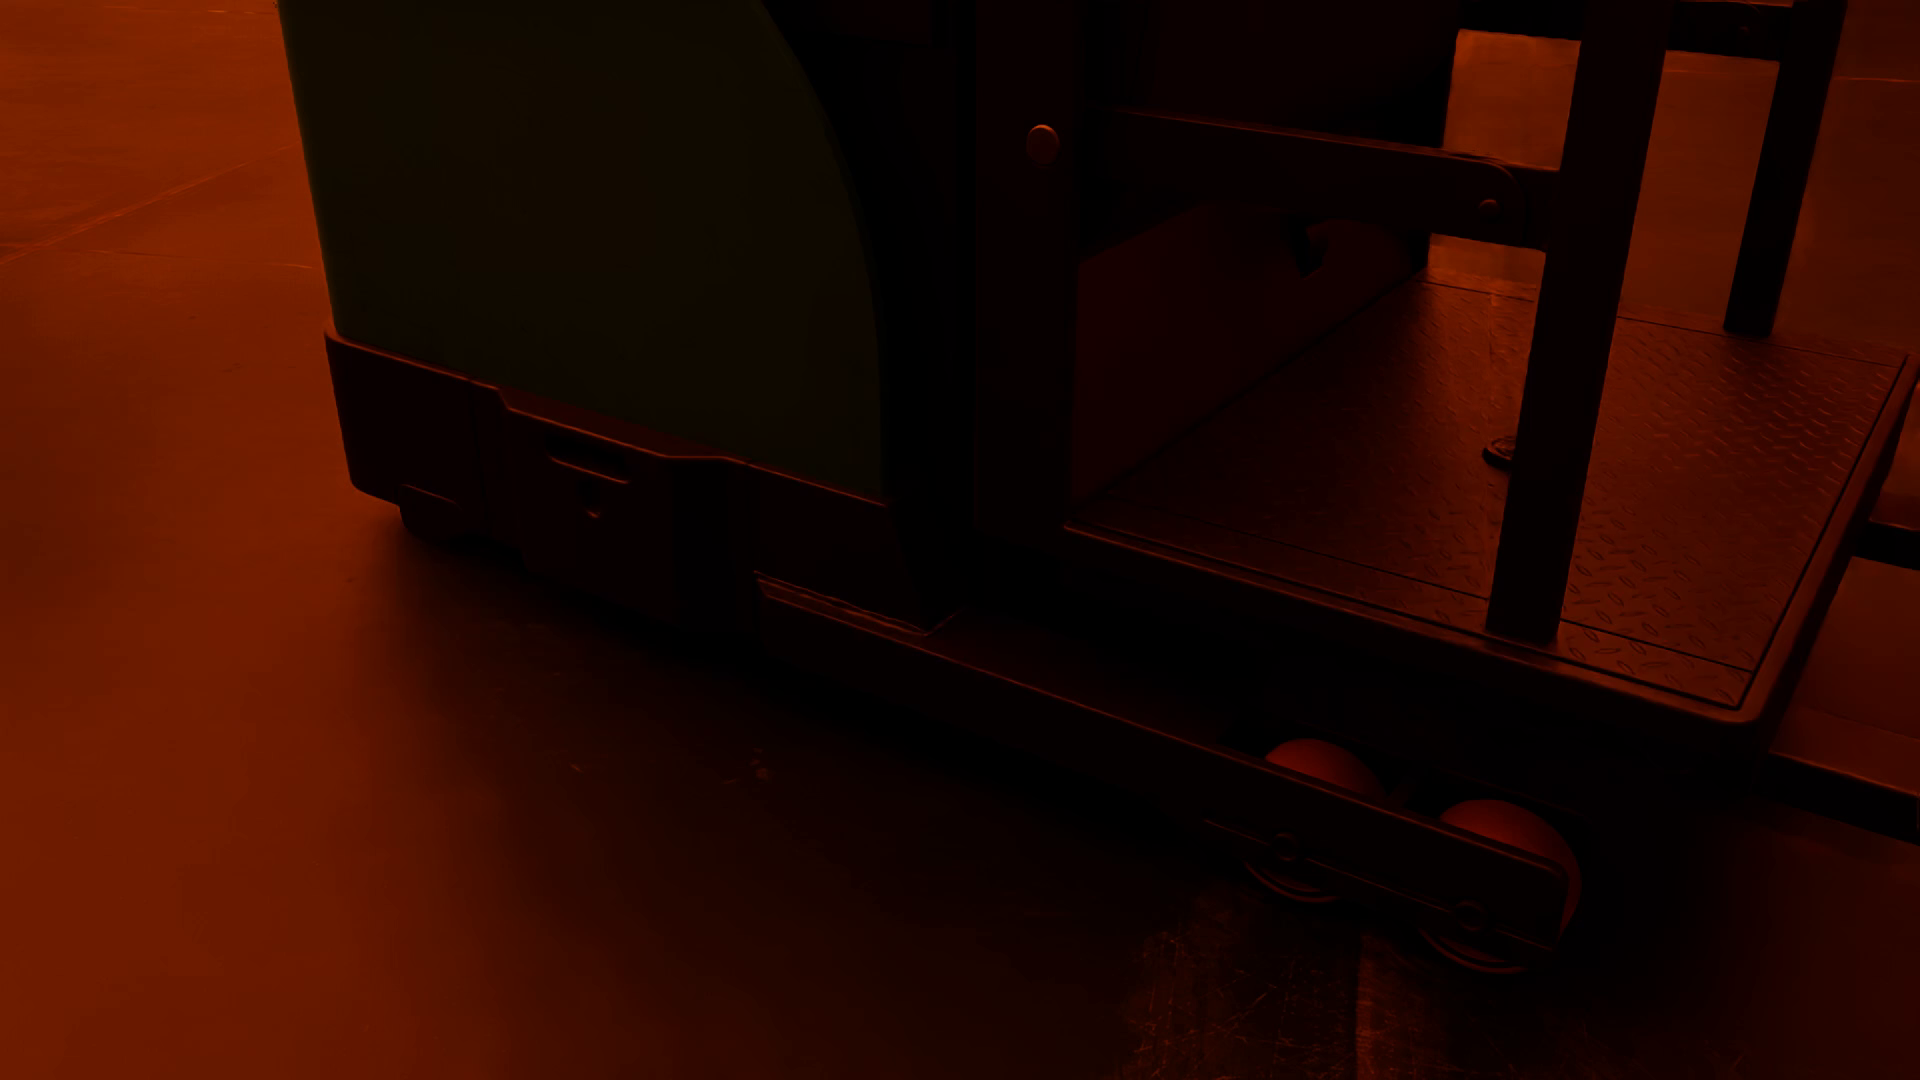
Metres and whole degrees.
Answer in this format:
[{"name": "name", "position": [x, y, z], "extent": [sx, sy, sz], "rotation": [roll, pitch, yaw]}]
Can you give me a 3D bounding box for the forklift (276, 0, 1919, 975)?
[{"name": "forklift", "position": [0.574, -1.153, 1.532], "extent": [3.031, 2.935, 1.130], "rotation": [17, 31, 30]}]
